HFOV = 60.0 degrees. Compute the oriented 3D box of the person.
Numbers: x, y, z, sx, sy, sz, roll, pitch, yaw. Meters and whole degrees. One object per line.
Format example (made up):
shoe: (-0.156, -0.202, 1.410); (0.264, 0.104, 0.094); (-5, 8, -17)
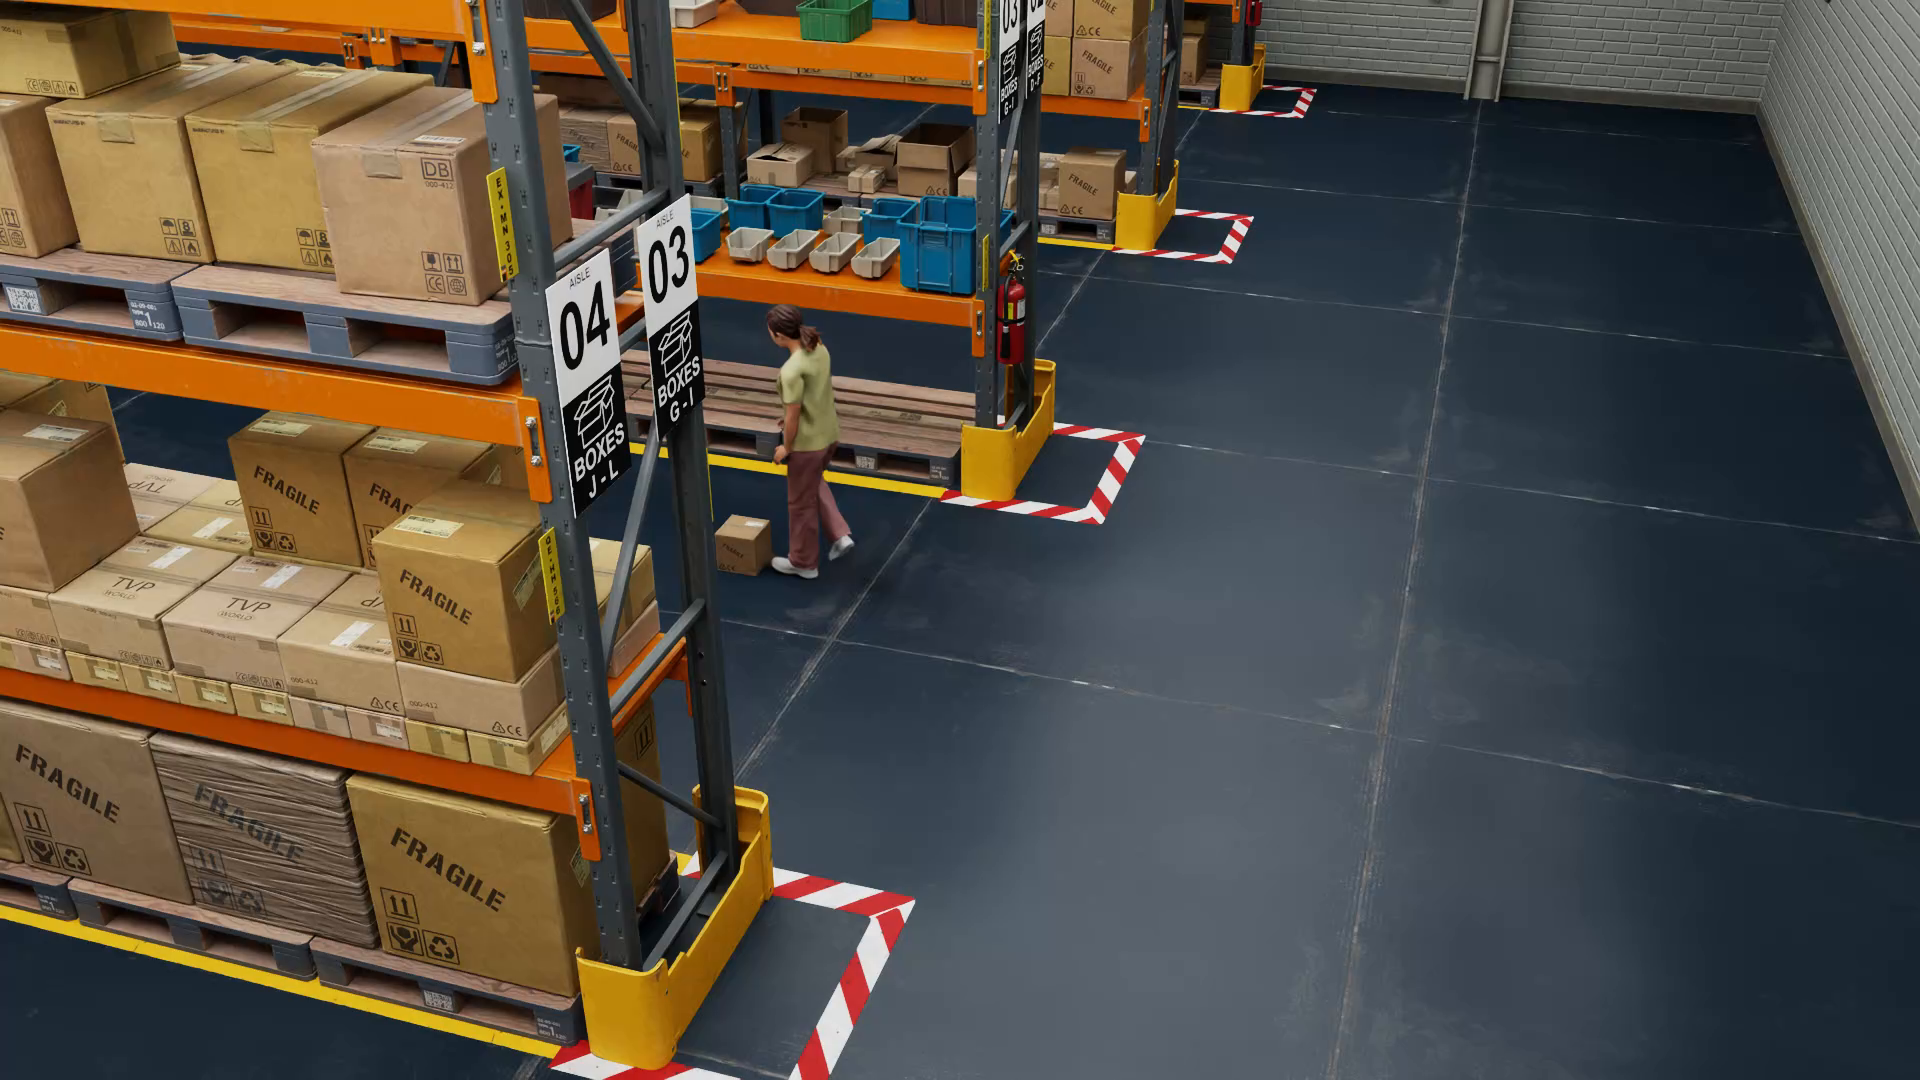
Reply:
person: (-0.889, -0.558, 9.469); (0.510, 1.667, 0.478); (14, 32, 23)
